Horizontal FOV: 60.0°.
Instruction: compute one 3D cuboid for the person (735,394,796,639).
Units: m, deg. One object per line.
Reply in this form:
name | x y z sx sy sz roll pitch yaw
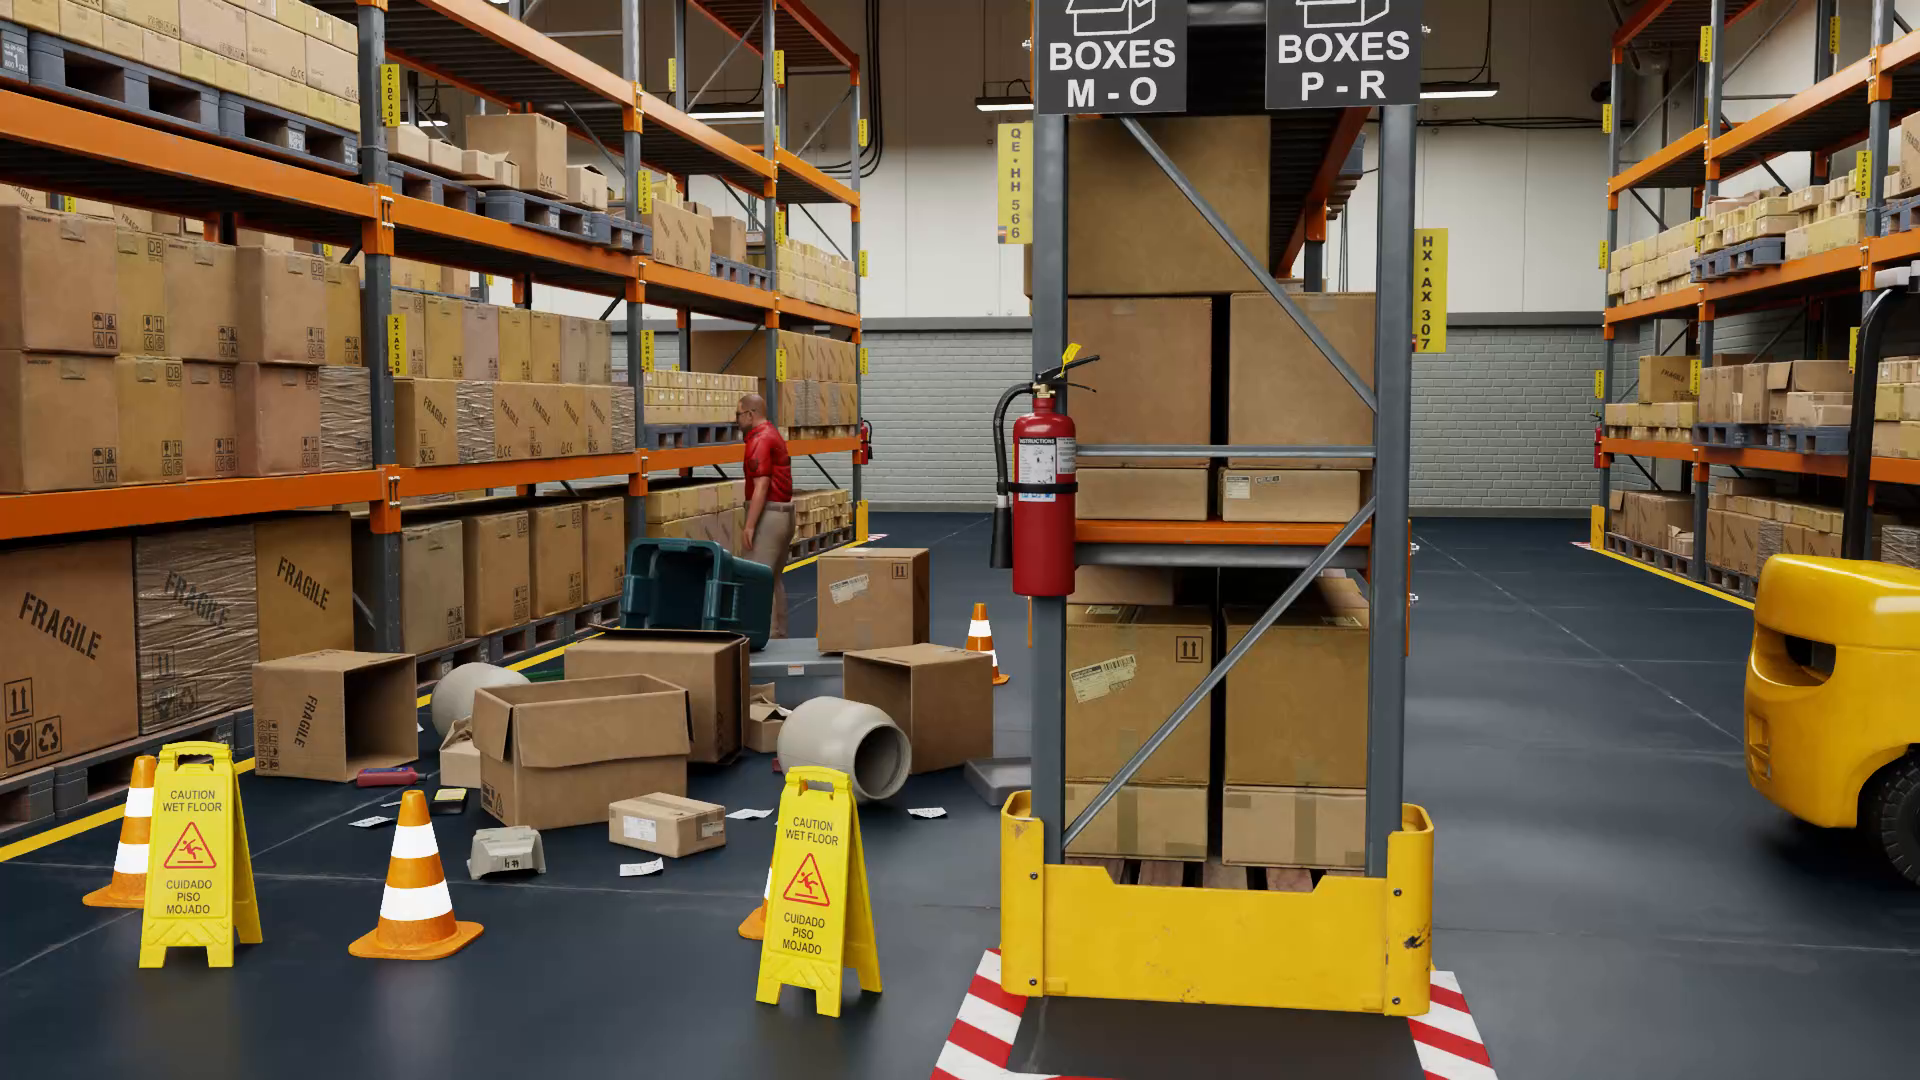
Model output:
person | -1.287 -0.090 10.888 0.390 1.727 0.586 1 4 8
